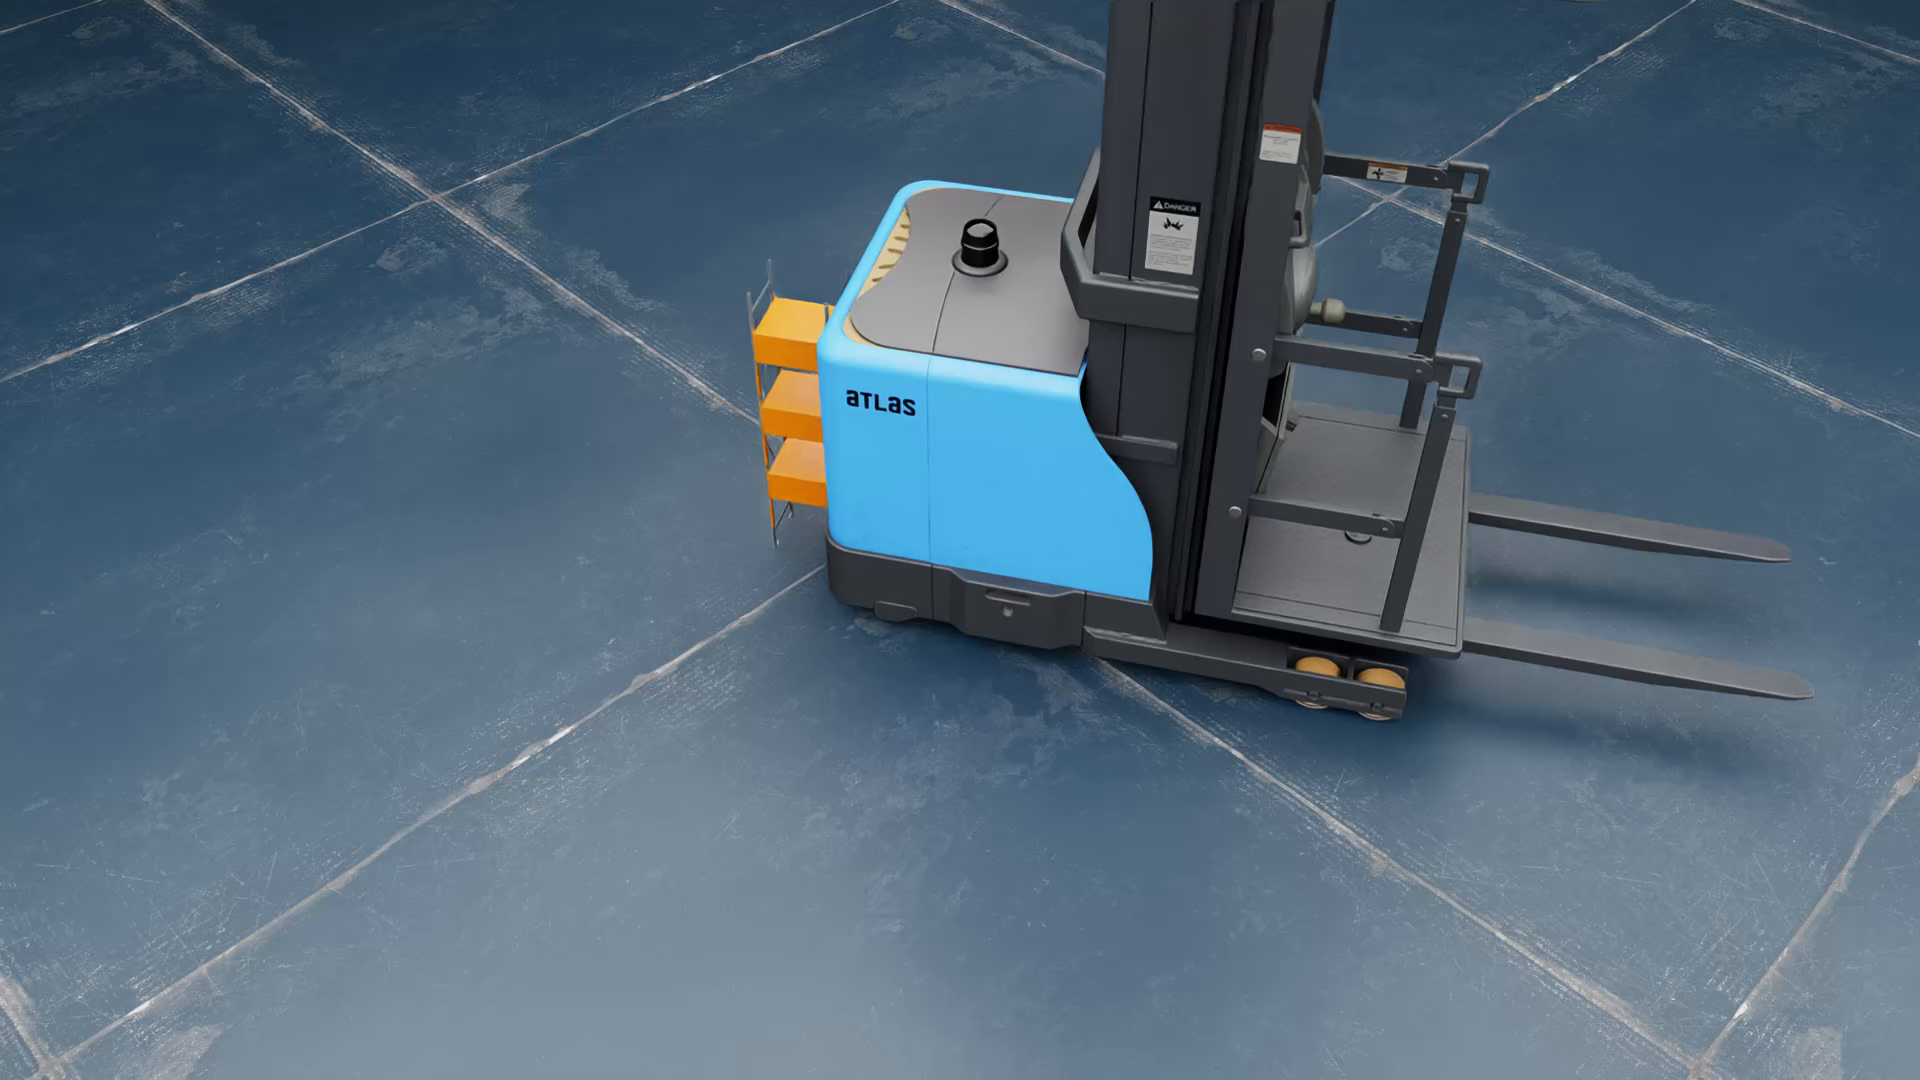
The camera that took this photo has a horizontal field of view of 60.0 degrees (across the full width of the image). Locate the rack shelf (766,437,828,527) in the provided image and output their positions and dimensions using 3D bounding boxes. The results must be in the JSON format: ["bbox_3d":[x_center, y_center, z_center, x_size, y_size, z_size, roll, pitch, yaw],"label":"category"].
[{"bbox_3d":[-0.496,-0.185,5.602,0.240,0.259,0.215,10,44,10],"label":"rack shelf"}]

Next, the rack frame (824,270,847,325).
[{"bbox_3d":[-0.377,-0.377,5.384,0.008,1.050,0.200,10,44,10],"label":"rack frame"}]

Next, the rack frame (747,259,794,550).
[{"bbox_3d":[-0.614,-0.418,5.428,0.008,1.050,0.200,10,44,10],"label":"rack frame"}]

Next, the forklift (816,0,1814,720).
[{"bbox_3d":[1.142,-0.920,4.586,3.031,2.935,1.130,10,44,10],"label":"forklift"}]

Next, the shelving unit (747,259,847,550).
[{"bbox_3d":[-0.496,-0.397,5.406,0.252,1.050,0.215,10,44,10],"label":"shelving unit"}]

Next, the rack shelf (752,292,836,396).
[{"bbox_3d":[-0.496,-0.598,5.221,0.240,0.259,0.215,10,44,10],"label":"rack shelf"}]

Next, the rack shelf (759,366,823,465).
[{"bbox_3d":[-0.496,-0.389,5.413,0.240,0.259,0.215,10,44,10],"label":"rack shelf"}]
